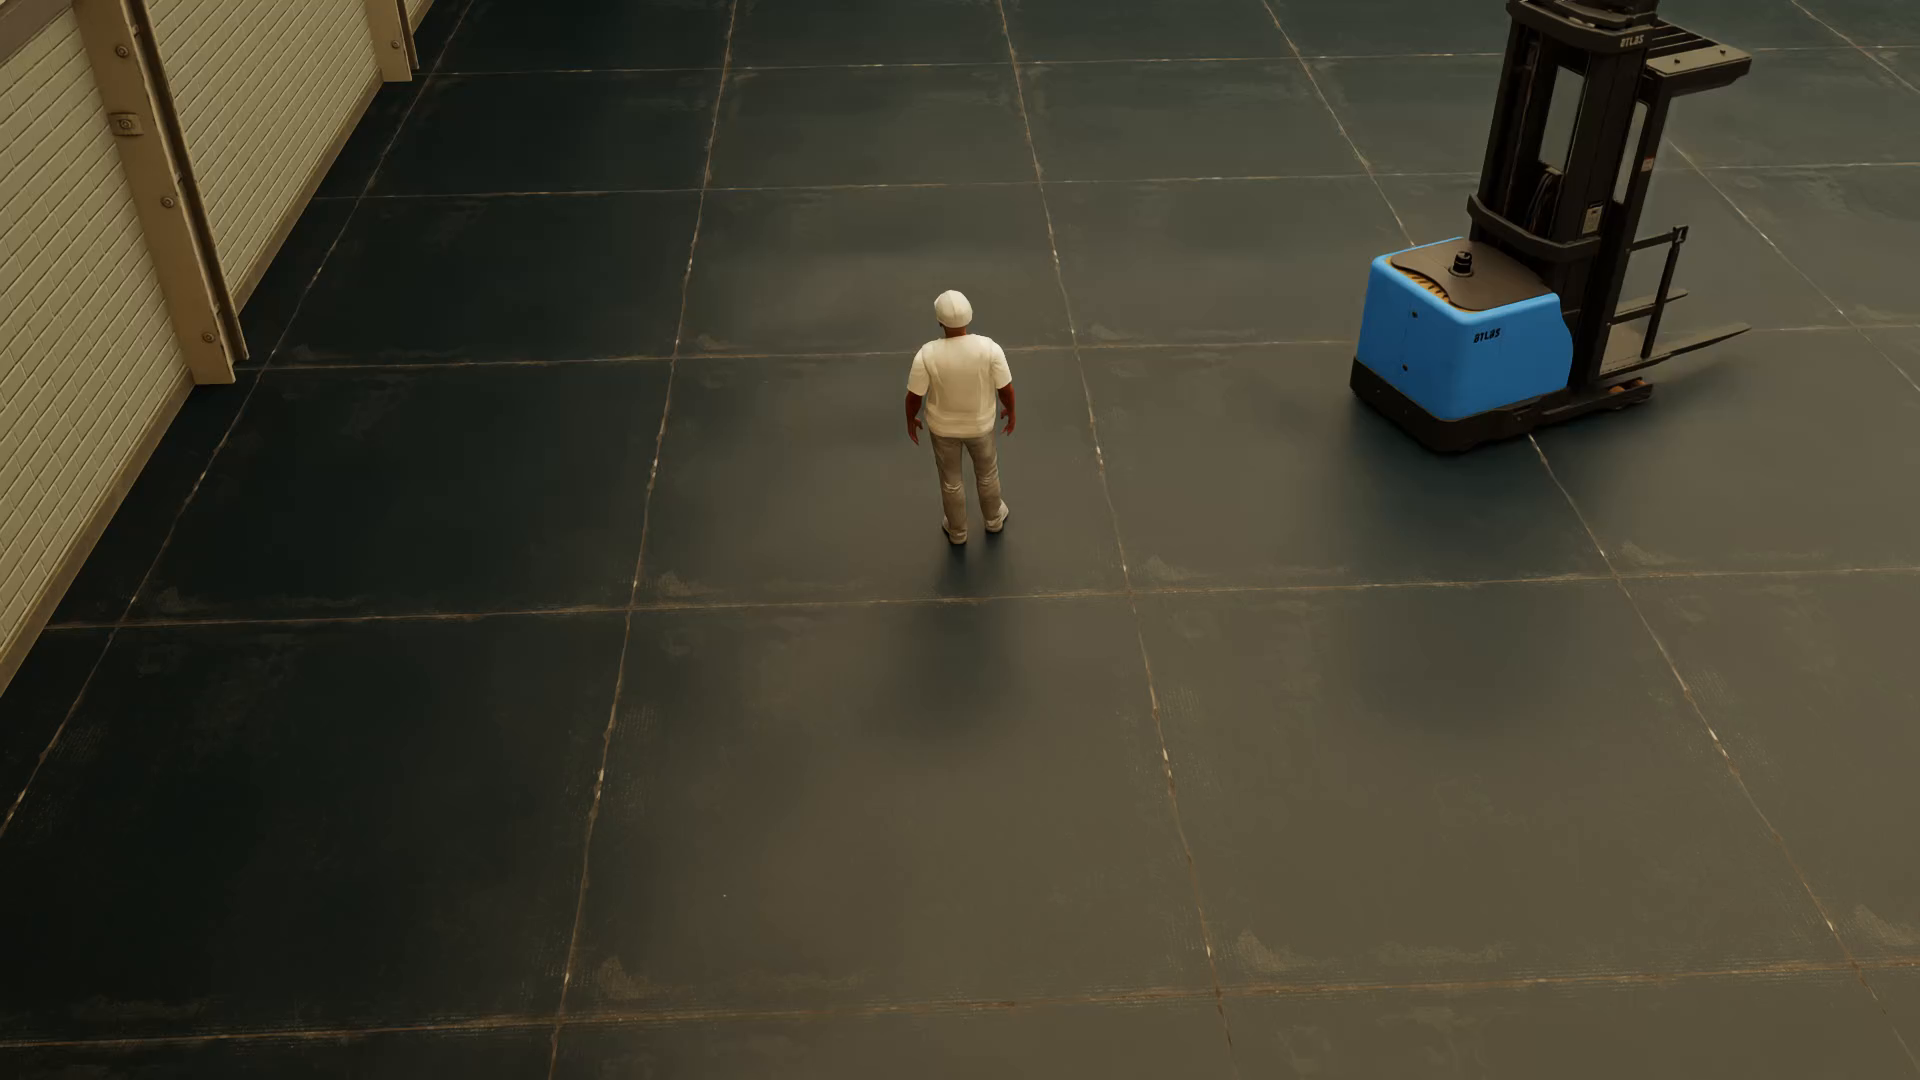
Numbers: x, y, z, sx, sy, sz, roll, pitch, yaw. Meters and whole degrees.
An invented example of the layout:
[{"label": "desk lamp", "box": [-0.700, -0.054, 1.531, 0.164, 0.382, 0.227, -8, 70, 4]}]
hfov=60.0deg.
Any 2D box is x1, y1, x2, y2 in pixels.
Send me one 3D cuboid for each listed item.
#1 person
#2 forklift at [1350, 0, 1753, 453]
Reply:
[{"label": "person", "box": [0.003, -0.761, 10.032, 0.665, 1.765, 0.577, -2, 36, -2]}, {"label": "forklift", "box": [4.343, -2.367, 11.261, 3.031, 2.935, 1.130, -16, 39, -21]}]
